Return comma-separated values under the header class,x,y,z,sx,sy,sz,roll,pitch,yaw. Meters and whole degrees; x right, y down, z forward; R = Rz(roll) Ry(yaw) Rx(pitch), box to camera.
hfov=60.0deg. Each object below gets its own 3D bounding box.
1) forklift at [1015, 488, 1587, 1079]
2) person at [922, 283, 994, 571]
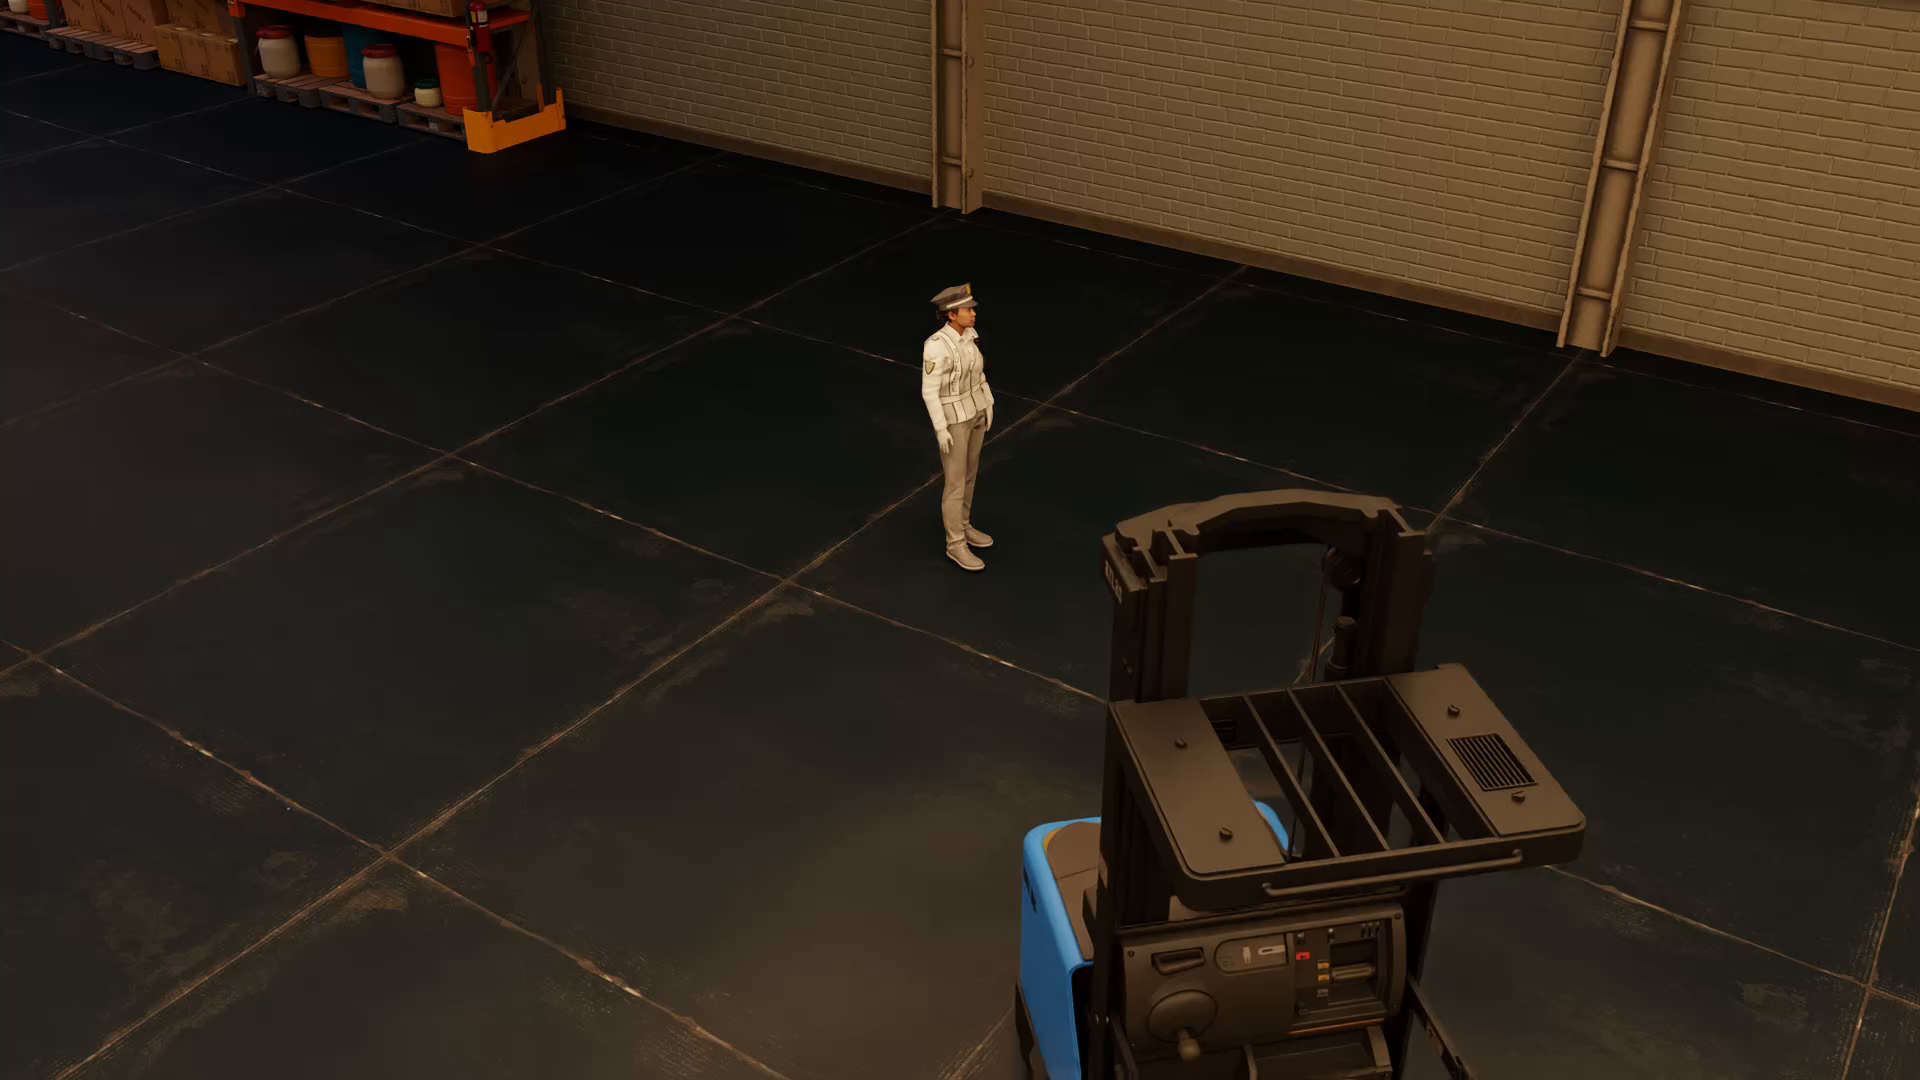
class,x,y,z,sx,sy,sz,roll,pitch,yaw
forklift,1.010,1.449,5.085,1.130,2.935,3.031,-5,31,-9
person,0.053,-0.717,10.033,0.531,1.695,0.587,19,35,29
